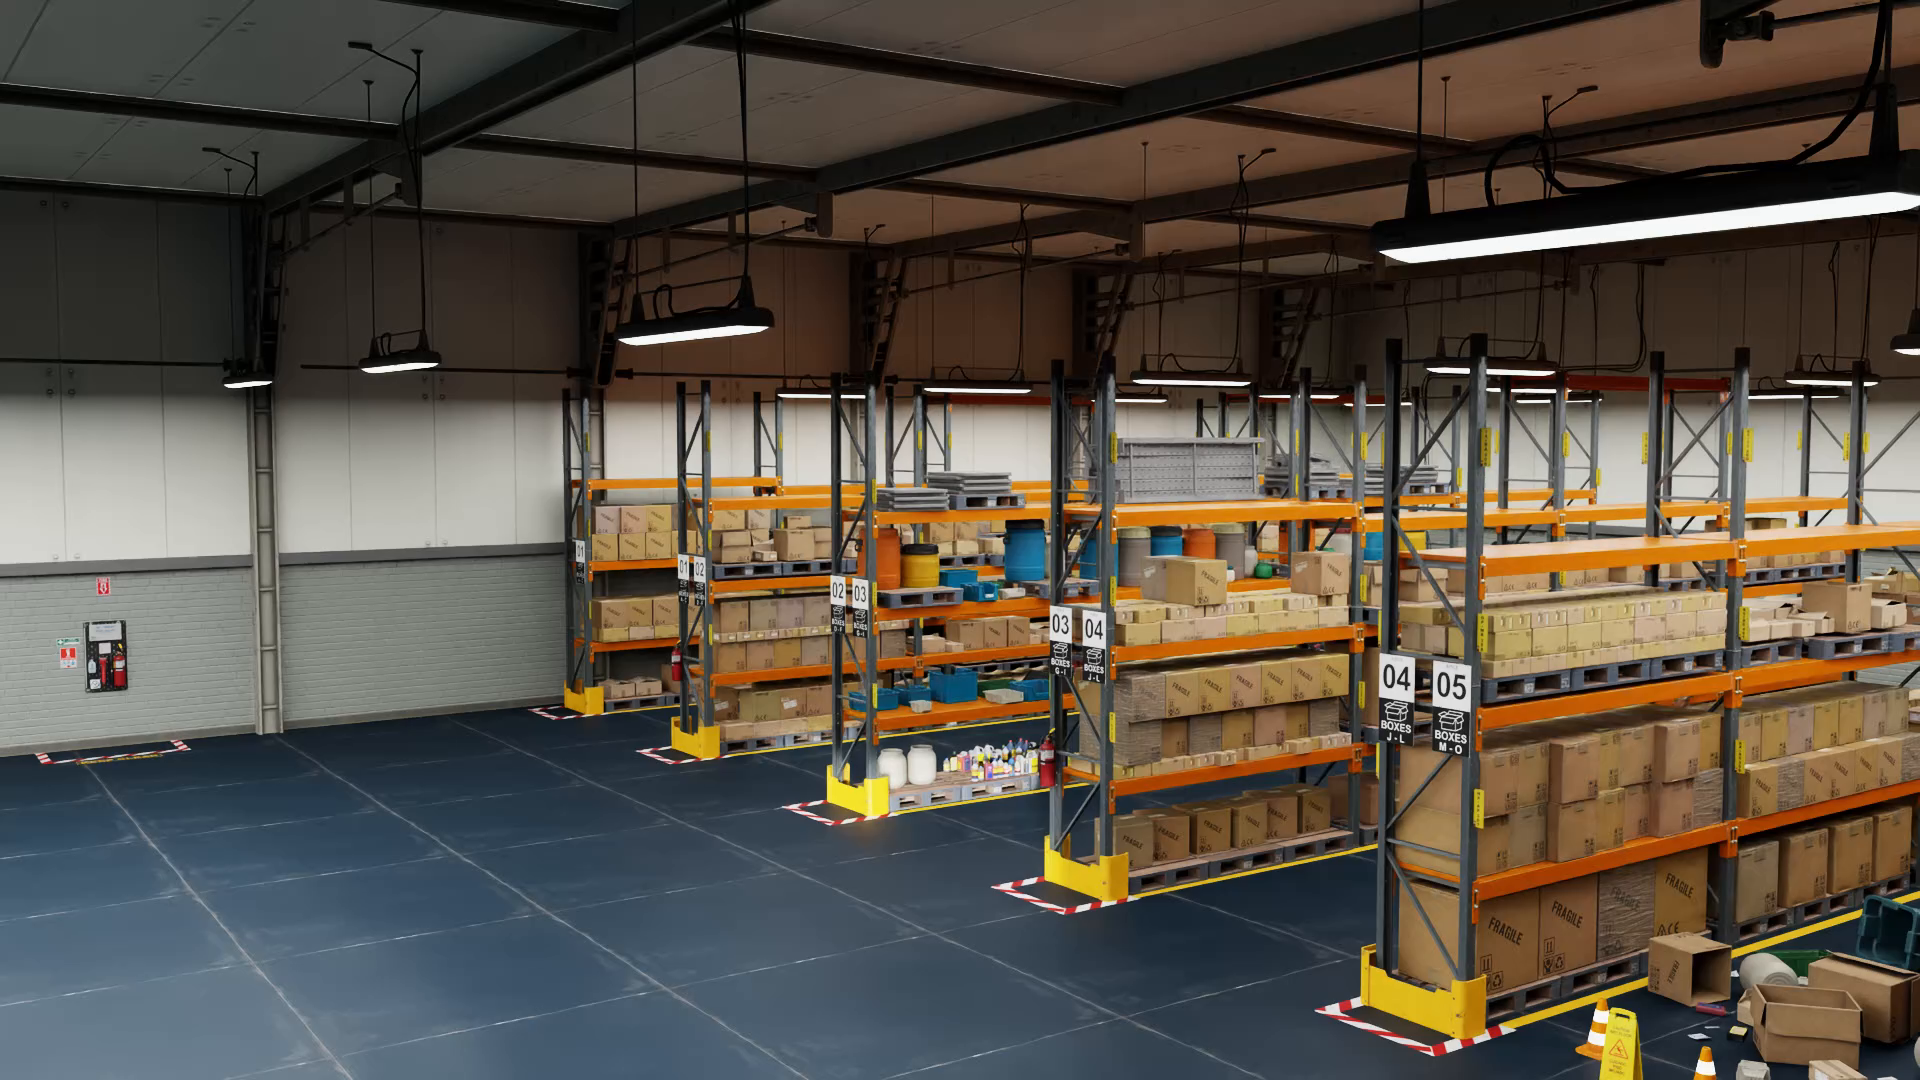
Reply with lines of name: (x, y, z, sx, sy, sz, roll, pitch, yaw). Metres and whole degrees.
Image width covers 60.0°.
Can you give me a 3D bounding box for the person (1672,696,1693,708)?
person: (9.670, 2.857, 22.320, 1.015, 1.729, 0.518, -3, 4, -35)
